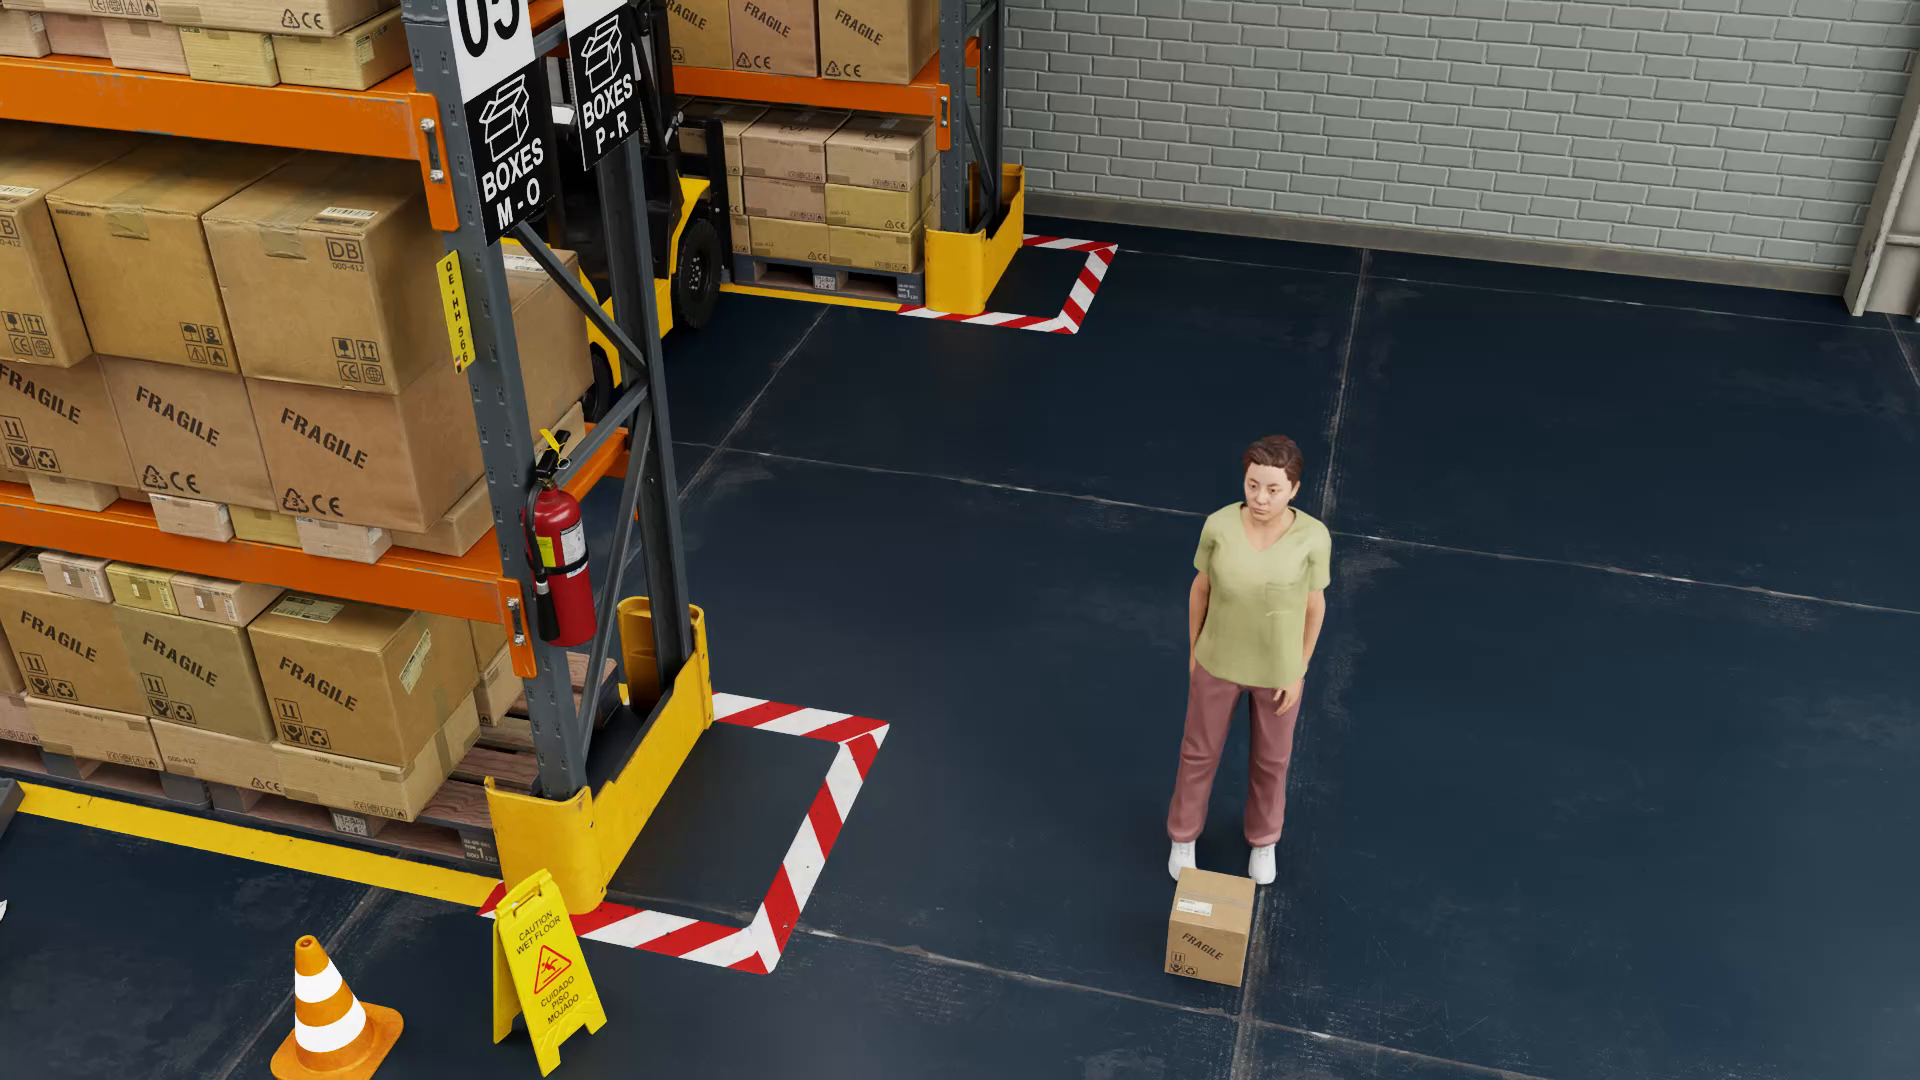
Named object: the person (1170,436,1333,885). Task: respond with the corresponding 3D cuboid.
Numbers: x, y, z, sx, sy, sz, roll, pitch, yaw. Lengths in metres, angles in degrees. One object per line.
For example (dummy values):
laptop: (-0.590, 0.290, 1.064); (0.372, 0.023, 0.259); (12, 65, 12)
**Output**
person: (0.956, 0.423, 5.480); (0.439, 1.673, 0.397); (9, 34, 13)
